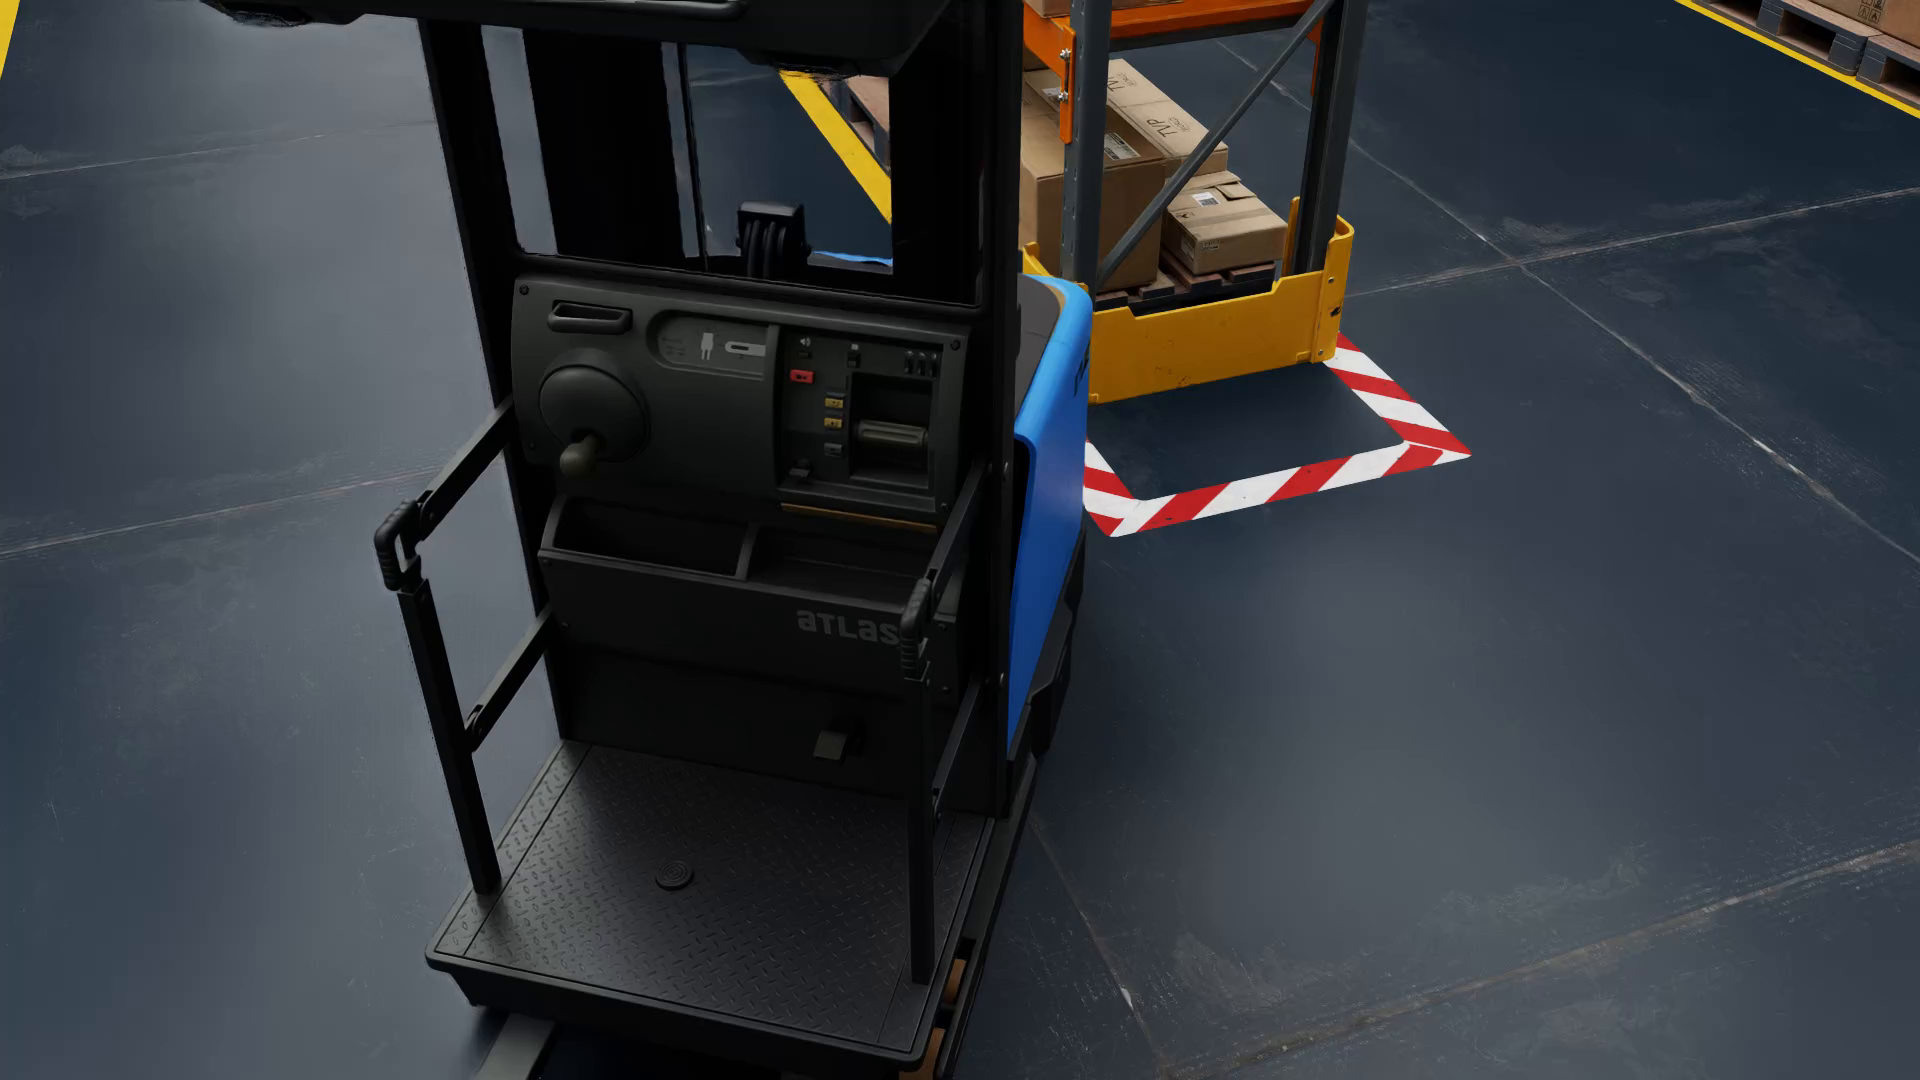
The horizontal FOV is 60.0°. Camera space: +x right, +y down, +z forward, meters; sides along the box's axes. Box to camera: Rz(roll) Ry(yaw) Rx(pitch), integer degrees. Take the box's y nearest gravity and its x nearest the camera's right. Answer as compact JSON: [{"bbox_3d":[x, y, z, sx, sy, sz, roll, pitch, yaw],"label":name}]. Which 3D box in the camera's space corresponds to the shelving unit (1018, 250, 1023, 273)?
[{"bbox_3d":[0.038,-0.426,4.942,0.215,1.050,0.252,-11,38,-15],"label":"shelving unit"}]

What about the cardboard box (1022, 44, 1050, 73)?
[{"bbox_3d":[0.104,-2.184,7.365,0.797,0.503,0.637,-12,39,-16],"label":"cardboard box"}]

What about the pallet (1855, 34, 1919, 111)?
[{"bbox_3d":[5.130,-2.155,7.936,1.003,0.211,1.213,-12,39,-16],"label":"pallet"}]

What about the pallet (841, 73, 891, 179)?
[{"bbox_3d":[0.111,-1.873,7.562,1.003,0.211,1.213,-12,39,-16],"label":"pallet"}]

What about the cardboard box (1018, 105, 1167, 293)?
[{"bbox_3d":[0.410,-1.239,6.114,0.500,0.500,0.500,-12,39,-16],"label":"cardboard box"}]

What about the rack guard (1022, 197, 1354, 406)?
[{"bbox_3d":[0.803,-0.850,5.963,1.175,0.500,0.348,-12,39,-16],"label":"rack guard"}]

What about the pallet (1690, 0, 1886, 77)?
[{"bbox_3d":[4.714,-2.843,8.849,1.003,0.211,1.213,-12,39,-16],"label":"pallet"}]

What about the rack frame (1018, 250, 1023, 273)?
[{"bbox_3d":[0.076,-0.356,4.850,0.200,1.050,0.008,-11,38,-15],"label":"rack frame"}]

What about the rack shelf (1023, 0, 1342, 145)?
[{"bbox_3d":[0.141,-2.648,6.871,1.077,0.370,4.000,-12,39,-16],"label":"rack shelf"}]

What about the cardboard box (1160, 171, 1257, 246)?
[{"bbox_3d":[0.921,-1.299,6.470,0.380,0.166,0.250,-12,39,-16],"label":"cardboard box"}]

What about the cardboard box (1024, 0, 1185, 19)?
[{"bbox_3d":[0.419,-2.042,5.385,0.500,0.500,0.500,-11,38,-15],"label":"cardboard box"}]

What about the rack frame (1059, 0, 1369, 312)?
[{"bbox_3d":[0.829,-1.806,5.154,1.000,3.000,0.127,-12,39,-16],"label":"rack frame"}]

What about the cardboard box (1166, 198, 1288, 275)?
[{"bbox_3d":[1.007,-1.151,6.288,0.380,0.149,0.250,-12,39,-16],"label":"cardboard box"}]

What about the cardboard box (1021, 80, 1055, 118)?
[{"bbox_3d":[0.112,-1.682,6.910,0.500,0.250,0.500,-12,39,-16],"label":"cardboard box"}]

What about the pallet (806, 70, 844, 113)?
[{"bbox_3d":[-0.312,-2.563,8.478,1.003,0.211,1.213,-12,39,-16],"label":"pallet"}]

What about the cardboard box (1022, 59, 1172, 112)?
[{"bbox_3d":[0.564,-1.814,7.085,0.500,0.250,0.500,-12,39,-16],"label":"cardboard box"}]

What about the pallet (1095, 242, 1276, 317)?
[{"bbox_3d":[0.527,-1.185,6.648,1.003,0.211,1.213,-12,39,-16],"label":"pallet"}]

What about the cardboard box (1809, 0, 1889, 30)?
[{"bbox_3d":[4.798,-2.944,8.394,0.700,0.500,0.500,-14,39,-17],"label":"cardboard box"}]

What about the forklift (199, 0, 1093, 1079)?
[{"bbox_3d":[-0.492,-0.209,3.091,1.130,2.935,3.031,9,38,11],"label":"forklift"}]

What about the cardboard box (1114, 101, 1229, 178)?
[{"bbox_3d":[0.736,-1.532,6.710,0.500,0.250,0.500,-12,39,-16],"label":"cardboard box"}]

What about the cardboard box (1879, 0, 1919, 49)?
[{"bbox_3d":[4.972,-2.660,8.017,0.700,0.500,0.500,-13,39,-16],"label":"cardboard box"}]
